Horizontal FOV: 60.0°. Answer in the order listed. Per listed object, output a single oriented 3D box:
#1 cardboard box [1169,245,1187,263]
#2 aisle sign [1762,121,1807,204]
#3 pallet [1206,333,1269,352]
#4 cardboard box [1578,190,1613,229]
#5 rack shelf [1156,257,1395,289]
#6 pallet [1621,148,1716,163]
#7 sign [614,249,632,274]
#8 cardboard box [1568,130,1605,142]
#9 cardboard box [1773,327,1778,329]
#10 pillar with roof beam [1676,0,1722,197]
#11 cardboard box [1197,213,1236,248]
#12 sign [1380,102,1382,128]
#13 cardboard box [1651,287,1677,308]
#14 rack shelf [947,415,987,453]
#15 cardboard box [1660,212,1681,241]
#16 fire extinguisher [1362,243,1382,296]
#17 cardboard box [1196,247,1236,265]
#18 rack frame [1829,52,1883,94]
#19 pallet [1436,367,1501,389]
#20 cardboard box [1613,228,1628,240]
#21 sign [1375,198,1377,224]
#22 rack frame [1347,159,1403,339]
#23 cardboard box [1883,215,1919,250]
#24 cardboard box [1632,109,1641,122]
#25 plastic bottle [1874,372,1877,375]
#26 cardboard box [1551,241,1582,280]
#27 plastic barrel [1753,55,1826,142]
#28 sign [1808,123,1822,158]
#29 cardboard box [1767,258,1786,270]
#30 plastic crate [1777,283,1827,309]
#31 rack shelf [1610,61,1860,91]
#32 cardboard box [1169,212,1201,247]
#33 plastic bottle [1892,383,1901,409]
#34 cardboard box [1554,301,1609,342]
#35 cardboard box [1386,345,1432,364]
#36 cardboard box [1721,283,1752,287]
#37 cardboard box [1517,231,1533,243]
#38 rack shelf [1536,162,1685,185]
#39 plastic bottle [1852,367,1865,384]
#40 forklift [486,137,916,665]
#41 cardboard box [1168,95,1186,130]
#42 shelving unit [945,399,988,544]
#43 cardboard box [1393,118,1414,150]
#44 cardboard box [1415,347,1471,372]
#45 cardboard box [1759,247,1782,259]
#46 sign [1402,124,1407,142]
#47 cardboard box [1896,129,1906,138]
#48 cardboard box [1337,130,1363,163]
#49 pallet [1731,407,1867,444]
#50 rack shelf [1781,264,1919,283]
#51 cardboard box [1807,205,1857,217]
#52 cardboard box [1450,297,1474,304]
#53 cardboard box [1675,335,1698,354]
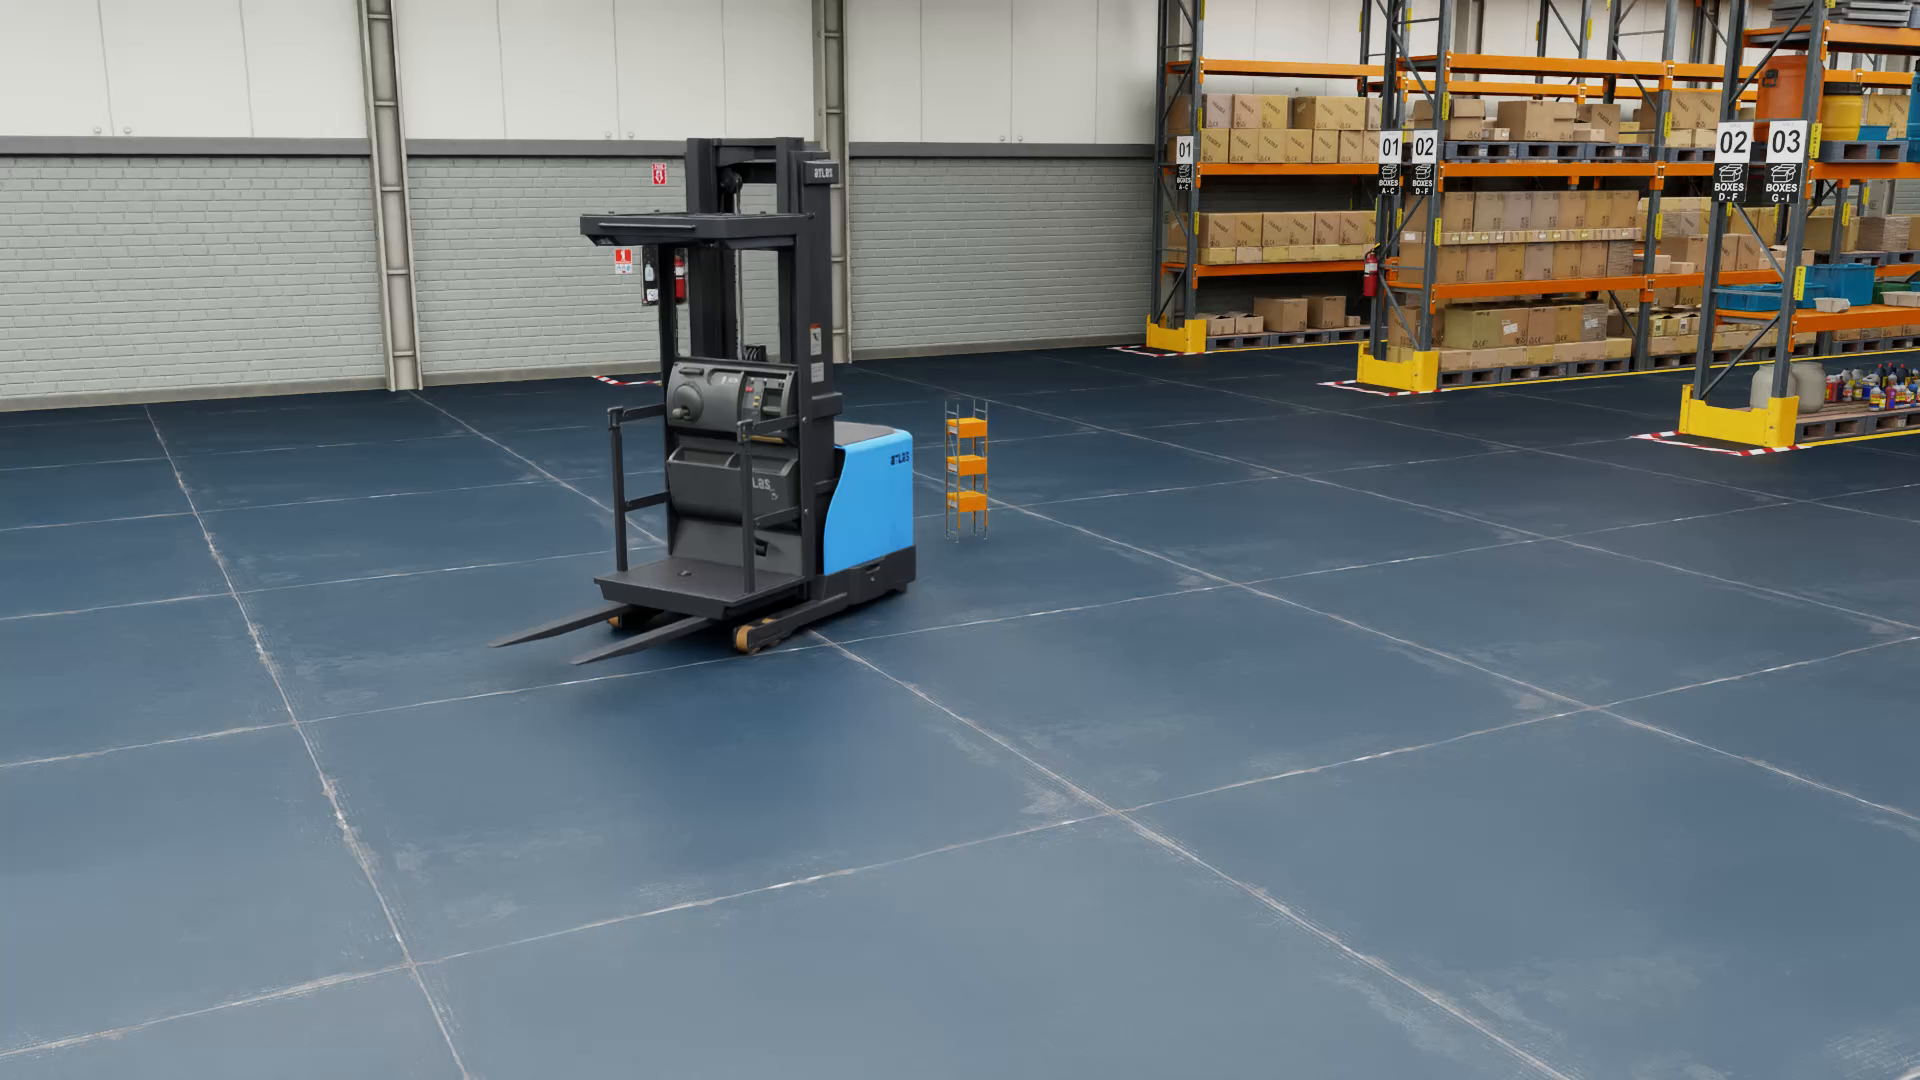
[{"bbox_3d":[3.584,-4.434,25.774,0.500,0.250,0.500,-7,14,-27],"label":"cardboard box"},{"bbox_3d":[8.091,-3.705,16.321,0.004,0.787,0.394,-7,14,-28],"label":"aisle sign"},{"bbox_3d":[4.064,-3.137,26.066,1.213,0.211,1.003,-7,14,-28],"label":"pallet"},{"bbox_3d":[8.325,-4.457,22.401,0.500,0.500,0.700,-7,14,-28],"label":"cardboard box"},{"bbox_3d":[5.022,-4.270,26.389,4.000,0.370,1.077,-7,14,-28],"label":"rack shelf"},{"bbox_3d":[9.923,-5.342,23.120,1.217,0.209,0.805,-8,15,-30],"label":"pallet"},{"bbox_3d":[-4.522,-3.746,22.342,0.234,0.329,0.001,-7,14,-28],"label":"sign"},{"bbox_3d":[8.227,-5.311,21.843,0.250,0.149,0.380,-7,14,-28],"label":"cardboard box"},{"bbox_3d":[11.871,-3.276,24.364,0.500,0.311,0.500,-7,14,-29],"label":"cardboard box"},{"bbox_3d":[16.062,-8.010,27.707,0.400,9.000,9.100,-7,14,-28],"label":"pillar with roof beam"},{"bbox_3d":[3.830,-4.705,25.273,0.500,0.500,0.500,-7,14,-28],"label":"cardboard box"},{"bbox_3d":[5.396,-5.419,21.188,0.005,0.325,0.100,-7,14,-28],"label":"sign"},{"bbox_3d":[12.513,-4.641,30.341,0.750,0.750,0.750,-6,14,-26],"label":"cardboard box"},{"bbox_3d":[0.047,-0.784,12.459,0.240,0.259,0.215,-7,14,-28],"label":"rack shelf"},{"bbox_3d":[12.627,-5.673,30.032,0.500,0.500,0.500,-7,14,-28],"label":"cardboard box"},{"bbox_3d":[5.317,-3.496,21.486,0.183,0.674,0.296,-7,14,-28],"label":"fire extinguisher"},{"bbox_3d":[3.847,-4.337,25.345,0.500,0.250,0.500,-7,15,-29],"label":"cardboard box"},{"bbox_3d":[17.311,-9.020,32.196,0.127,3.000,1.000,-7,14,-28],"label":"rack frame"},{"bbox_3d":[6.295,-2.184,21.834,1.213,0.211,1.003,-7,14,-28],"label":"pallet"},{"bbox_3d":[8.801,-4.147,22.498,0.250,0.149,0.380,-7,15,-29],"label":"cardboard box"},{"bbox_3d":[5.396,-4.243,21.453,0.005,0.325,0.100,-7,14,-28],"label":"sign"},{"bbox_3d":[6.778,-4.831,27.245,0.127,3.000,1.000,-7,14,-28],"label":"rack frame"},{"bbox_3d":[14.655,-4.775,25.808,0.500,0.500,0.700,-12,17,-42],"label":"cardboard box"},{"bbox_3d":[12.487,-7.637,29.943,0.500,0.250,0.500,-7,15,-30],"label":"cardboard box"},{"bbox_3d":[10.340,-1.758,18.801,0.097,0.271,0.097,0,13,0],"label":"plastic bottle"},{"bbox_3d":[7.866,-3.769,22.297,0.500,0.500,0.700,-7,14,-27],"label":"cardboard box"},{"bbox_3d":[8.379,-4.455,16.805,0.708,0.830,0.600,-7,14,-28],"label":"plastic barrel"},{"bbox_3d":[8.273,-3.862,16.088,0.005,0.325,0.100,-7,14,-28],"label":"sign"},{"bbox_3d":[12.008,-4.027,24.245,0.250,0.149,0.380,-7,14,-28],"label":"cardboard box"},{"bbox_3d":[8.882,-2.606,17.697,0.408,0.251,0.499,-7,14,-28],"label":"plastic crate"},{"bbox_3d":[10.910,-6.468,23.404,4.000,0.370,1.077,-7,14,-28],"label":"rack shelf"},{"bbox_3d":[3.579,-4.803,25.709,0.500,0.500,0.500,-7,14,-28],"label":"cardboard box"},{"bbox_3d":[10.055,-1.552,17.883,0.097,0.271,0.097,0,13,0],"label":"plastic bottle"},{"bbox_3d":[8.408,-2.965,22.550,0.500,0.500,0.500,-7,14,-28],"label":"cardboard box"},{"bbox_3d":[5.973,-2.433,21.894,0.500,0.250,0.500,-7,14,-28],"label":"cardboard box"},{"bbox_3d":[14.505,-4.717,31.474,0.500,0.500,0.700,-7,14,-27],"label":"cardboard box"},{"bbox_3d":[7.221,-3.957,21.655,0.250,0.149,0.380,-7,14,-29],"label":"cardboard box"},{"bbox_3d":[12.044,-6.575,29.799,4.000,0.370,1.077,-7,14,-28],"label":"rack shelf"},{"bbox_3d":[10.079,-1.775,18.695,0.185,0.351,0.144,-7,14,-28],"label":"plastic bottle"},{"bbox_3d":[-1.499,-0.883,9.859,1.130,2.935,3.031,8,15,31],"label":"forklift"},{"bbox_3d":[3.520,-6.516,25.348,0.500,0.500,0.500,-6,14,-25],"label":"cardboard box"},{"bbox_3d":[0.047,-0.518,12.519,0.252,1.050,0.215,-7,14,-28],"label":"shelving unit"},{"bbox_3d":[7.296,-6.590,27.045,0.500,0.500,0.500,-5,13,-20],"label":"cardboard box"},{"bbox_3d":[6.221,-2.333,21.451,0.500,0.250,0.500,-7,14,-28],"label":"cardboard box"},{"bbox_3d":[11.788,-4.198,24.632,0.500,0.311,0.500,-7,14,-29],"label":"cardboard box"},{"bbox_3d":[7.044,-6.443,26.398,0.005,0.325,0.100,-7,14,-28],"label":"sign"},{"bbox_3d":[13.936,-5.971,25.248,0.500,0.500,0.910,-7,14,-28],"label":"cardboard box"},{"bbox_3d":[6.003,-6.202,26.229,0.500,0.500,0.500,-8,15,-33],"label":"cardboard box"},{"bbox_3d":[8.774,-1.242,17.648,1.213,0.211,1.003,-7,14,-28],"label":"pallet"},{"bbox_3d":[14.421,-4.157,25.888,4.000,0.370,1.077,-7,14,-28],"label":"rack shelf"},{"bbox_3d":[16.868,-6.184,32.574,0.700,0.700,0.980,-6,14,-25],"label":"cardboard box"},{"bbox_3d":[8.313,-4.017,28.318,0.500,0.500,0.700,-7,14,-27],"label":"cardboard box"},{"bbox_3d":[10.077,-2.789,23.475,0.500,0.250,0.500,-6,14,-26],"label":"cardboard box"}]
